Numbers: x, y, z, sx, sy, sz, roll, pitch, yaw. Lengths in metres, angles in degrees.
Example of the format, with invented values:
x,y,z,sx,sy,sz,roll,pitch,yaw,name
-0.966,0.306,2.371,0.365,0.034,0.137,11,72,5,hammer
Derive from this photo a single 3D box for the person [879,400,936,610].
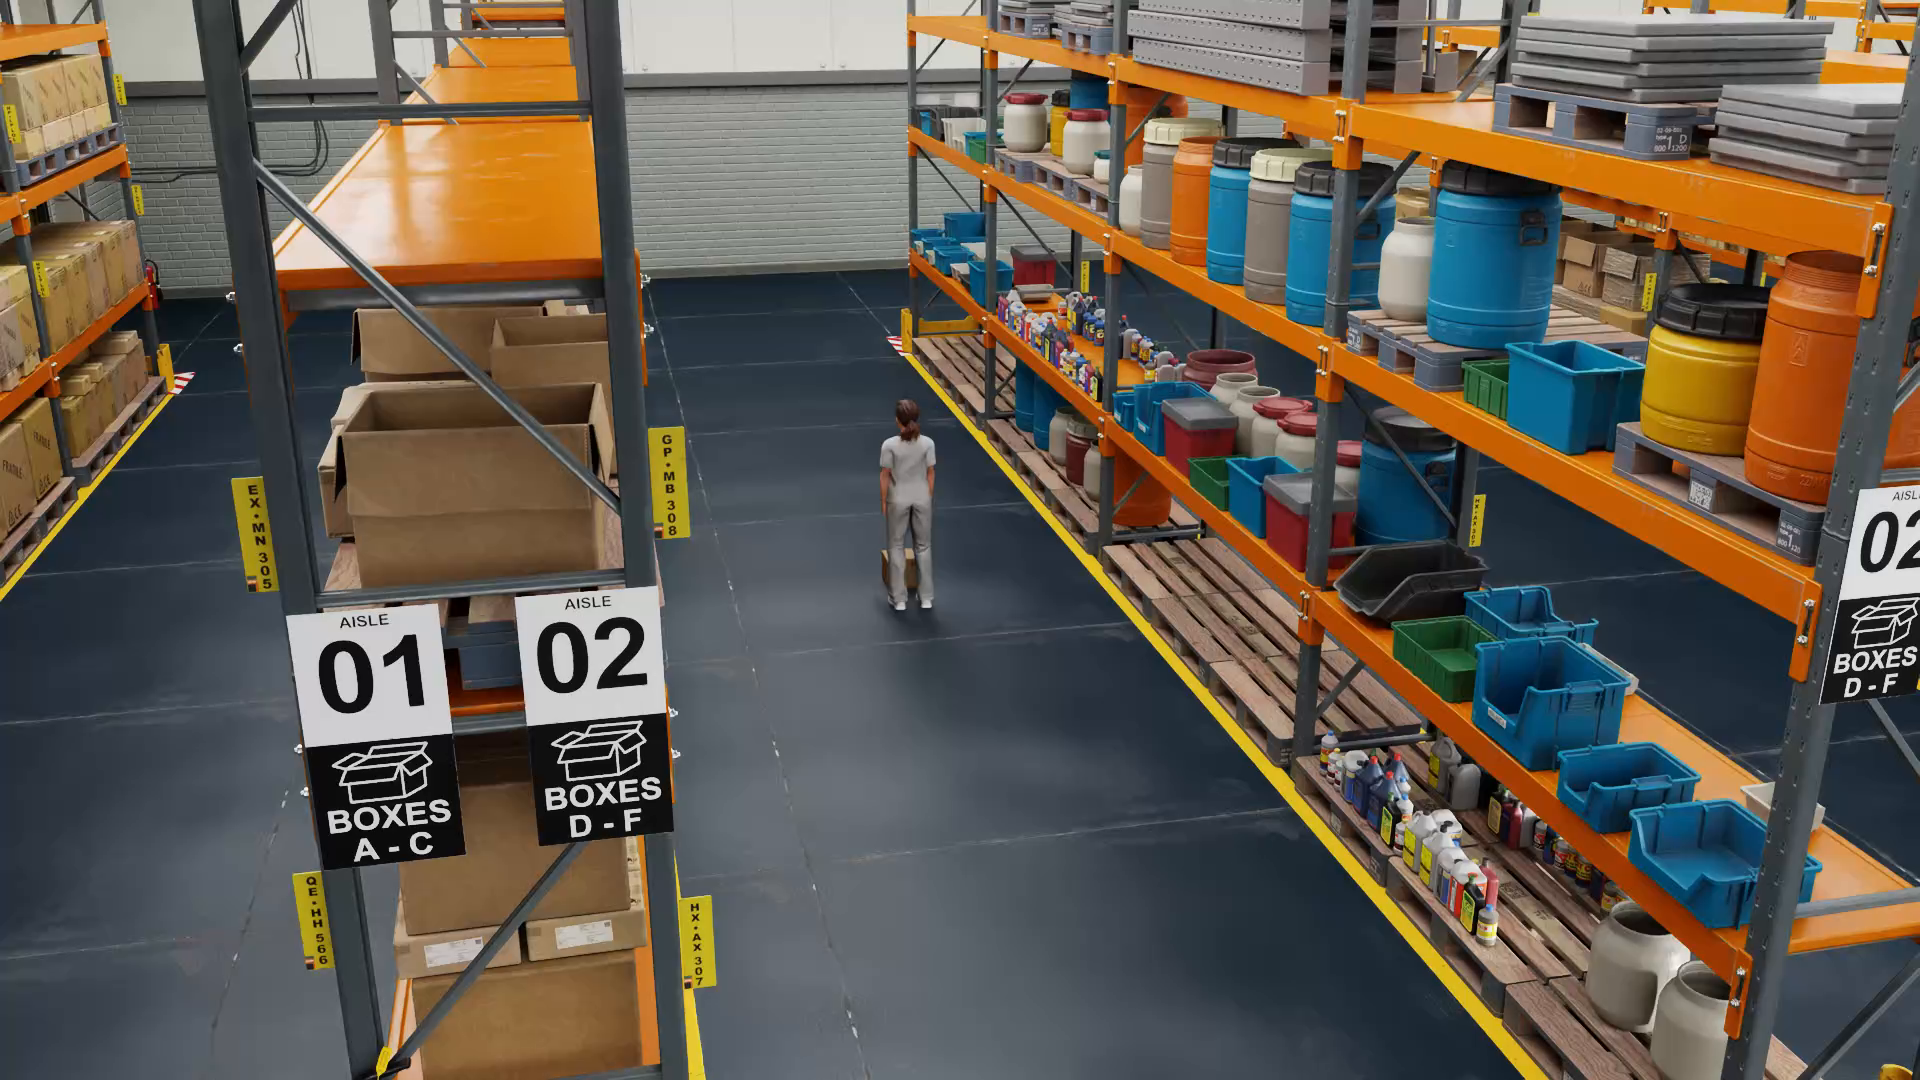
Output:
x,y,z,sx,sy,sz,roll,pitch,yaw,name
-0.403,-0.271,12.839,0.438,1.672,0.362,-4,20,-11,person
